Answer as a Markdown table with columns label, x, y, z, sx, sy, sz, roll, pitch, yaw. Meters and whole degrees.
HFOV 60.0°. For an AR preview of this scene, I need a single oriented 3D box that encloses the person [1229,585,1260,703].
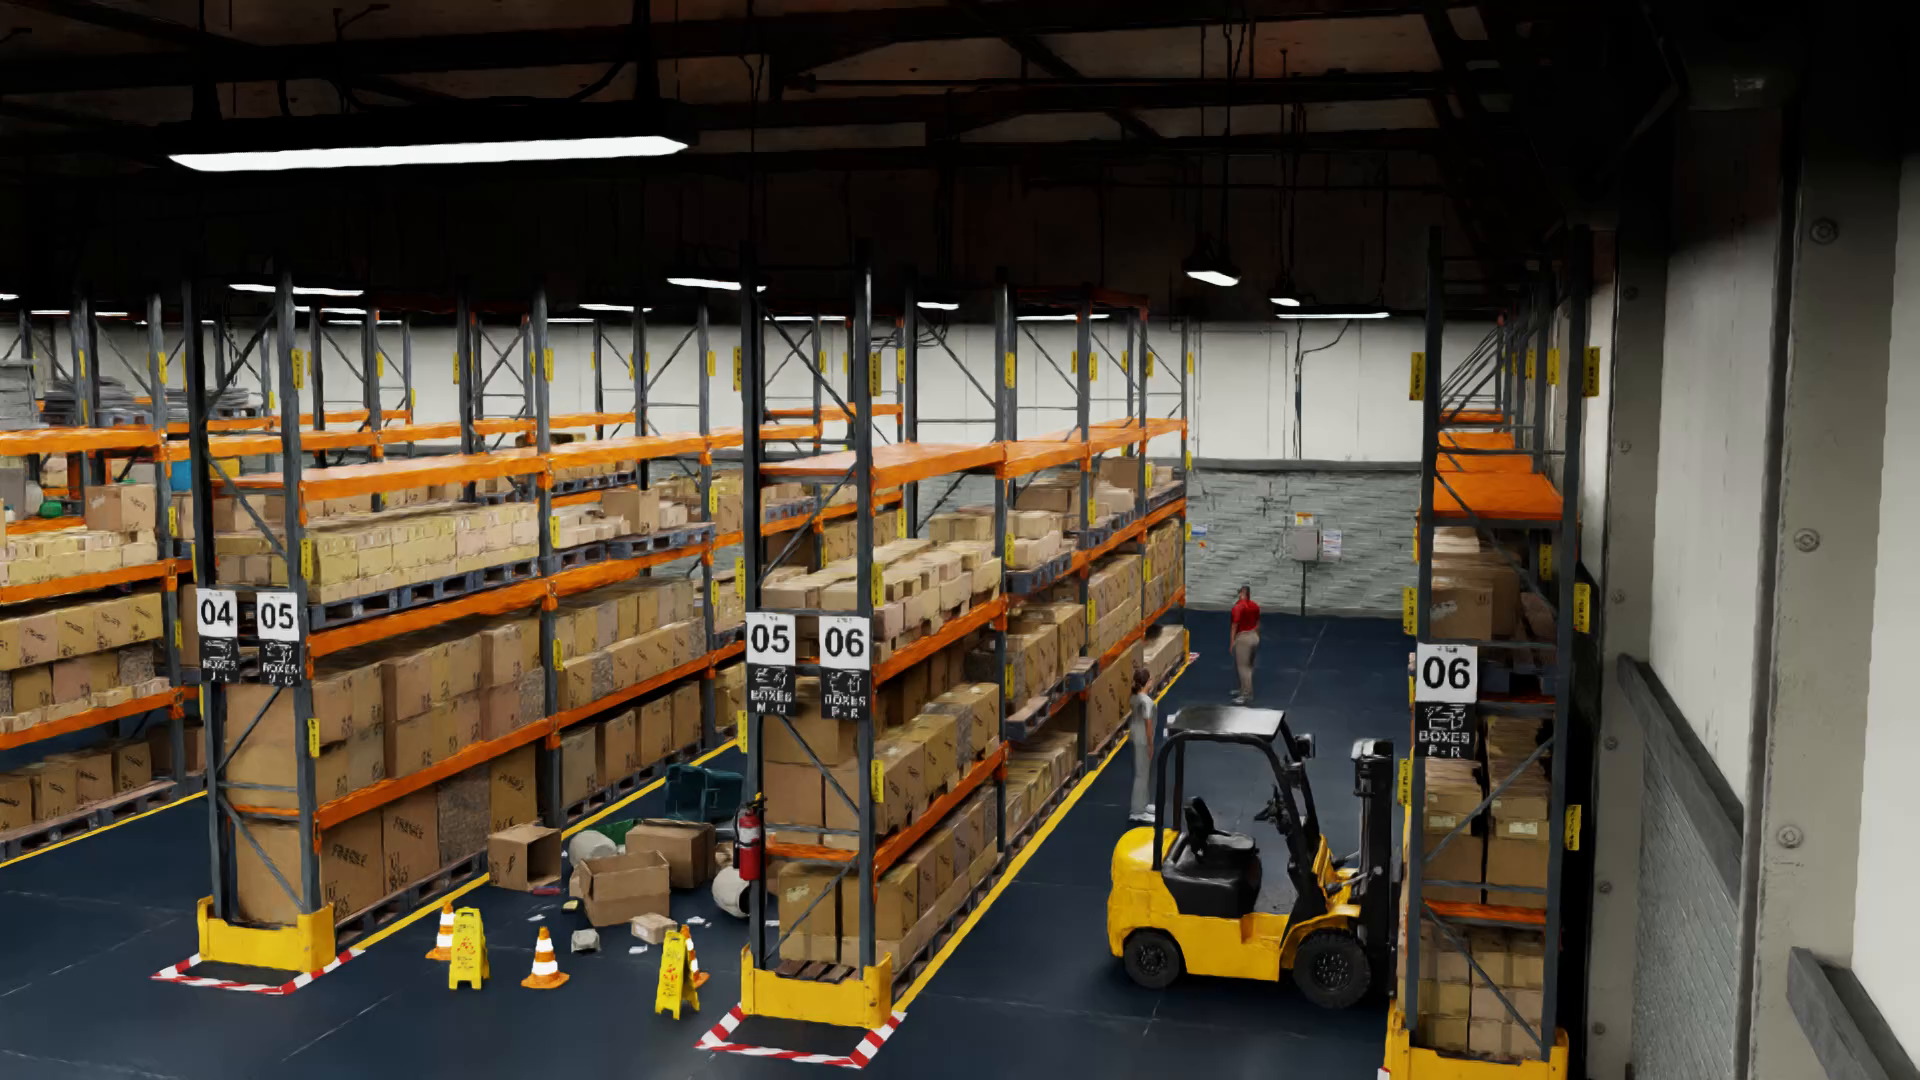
| label | x | y | z | sx | sy | sz | roll | pitch | yaw |
| --- | --- | --- | --- | --- | --- | --- | --- | --- | --- |
| person | 4.211 | 1.521 | 24.825 | 0.568 | 1.721 | 0.654 | 6 | 9 | 44 |

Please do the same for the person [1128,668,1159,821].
| label | x | y | z | sx | sy | sz | roll | pitch | yaw |
| --- | --- | --- | --- | --- | --- | --- | --- | --- | --- |
| person | 2.068 | 2.252 | 18.517 | 0.434 | 1.673 | 0.492 | -2 | 7 | -14 |
